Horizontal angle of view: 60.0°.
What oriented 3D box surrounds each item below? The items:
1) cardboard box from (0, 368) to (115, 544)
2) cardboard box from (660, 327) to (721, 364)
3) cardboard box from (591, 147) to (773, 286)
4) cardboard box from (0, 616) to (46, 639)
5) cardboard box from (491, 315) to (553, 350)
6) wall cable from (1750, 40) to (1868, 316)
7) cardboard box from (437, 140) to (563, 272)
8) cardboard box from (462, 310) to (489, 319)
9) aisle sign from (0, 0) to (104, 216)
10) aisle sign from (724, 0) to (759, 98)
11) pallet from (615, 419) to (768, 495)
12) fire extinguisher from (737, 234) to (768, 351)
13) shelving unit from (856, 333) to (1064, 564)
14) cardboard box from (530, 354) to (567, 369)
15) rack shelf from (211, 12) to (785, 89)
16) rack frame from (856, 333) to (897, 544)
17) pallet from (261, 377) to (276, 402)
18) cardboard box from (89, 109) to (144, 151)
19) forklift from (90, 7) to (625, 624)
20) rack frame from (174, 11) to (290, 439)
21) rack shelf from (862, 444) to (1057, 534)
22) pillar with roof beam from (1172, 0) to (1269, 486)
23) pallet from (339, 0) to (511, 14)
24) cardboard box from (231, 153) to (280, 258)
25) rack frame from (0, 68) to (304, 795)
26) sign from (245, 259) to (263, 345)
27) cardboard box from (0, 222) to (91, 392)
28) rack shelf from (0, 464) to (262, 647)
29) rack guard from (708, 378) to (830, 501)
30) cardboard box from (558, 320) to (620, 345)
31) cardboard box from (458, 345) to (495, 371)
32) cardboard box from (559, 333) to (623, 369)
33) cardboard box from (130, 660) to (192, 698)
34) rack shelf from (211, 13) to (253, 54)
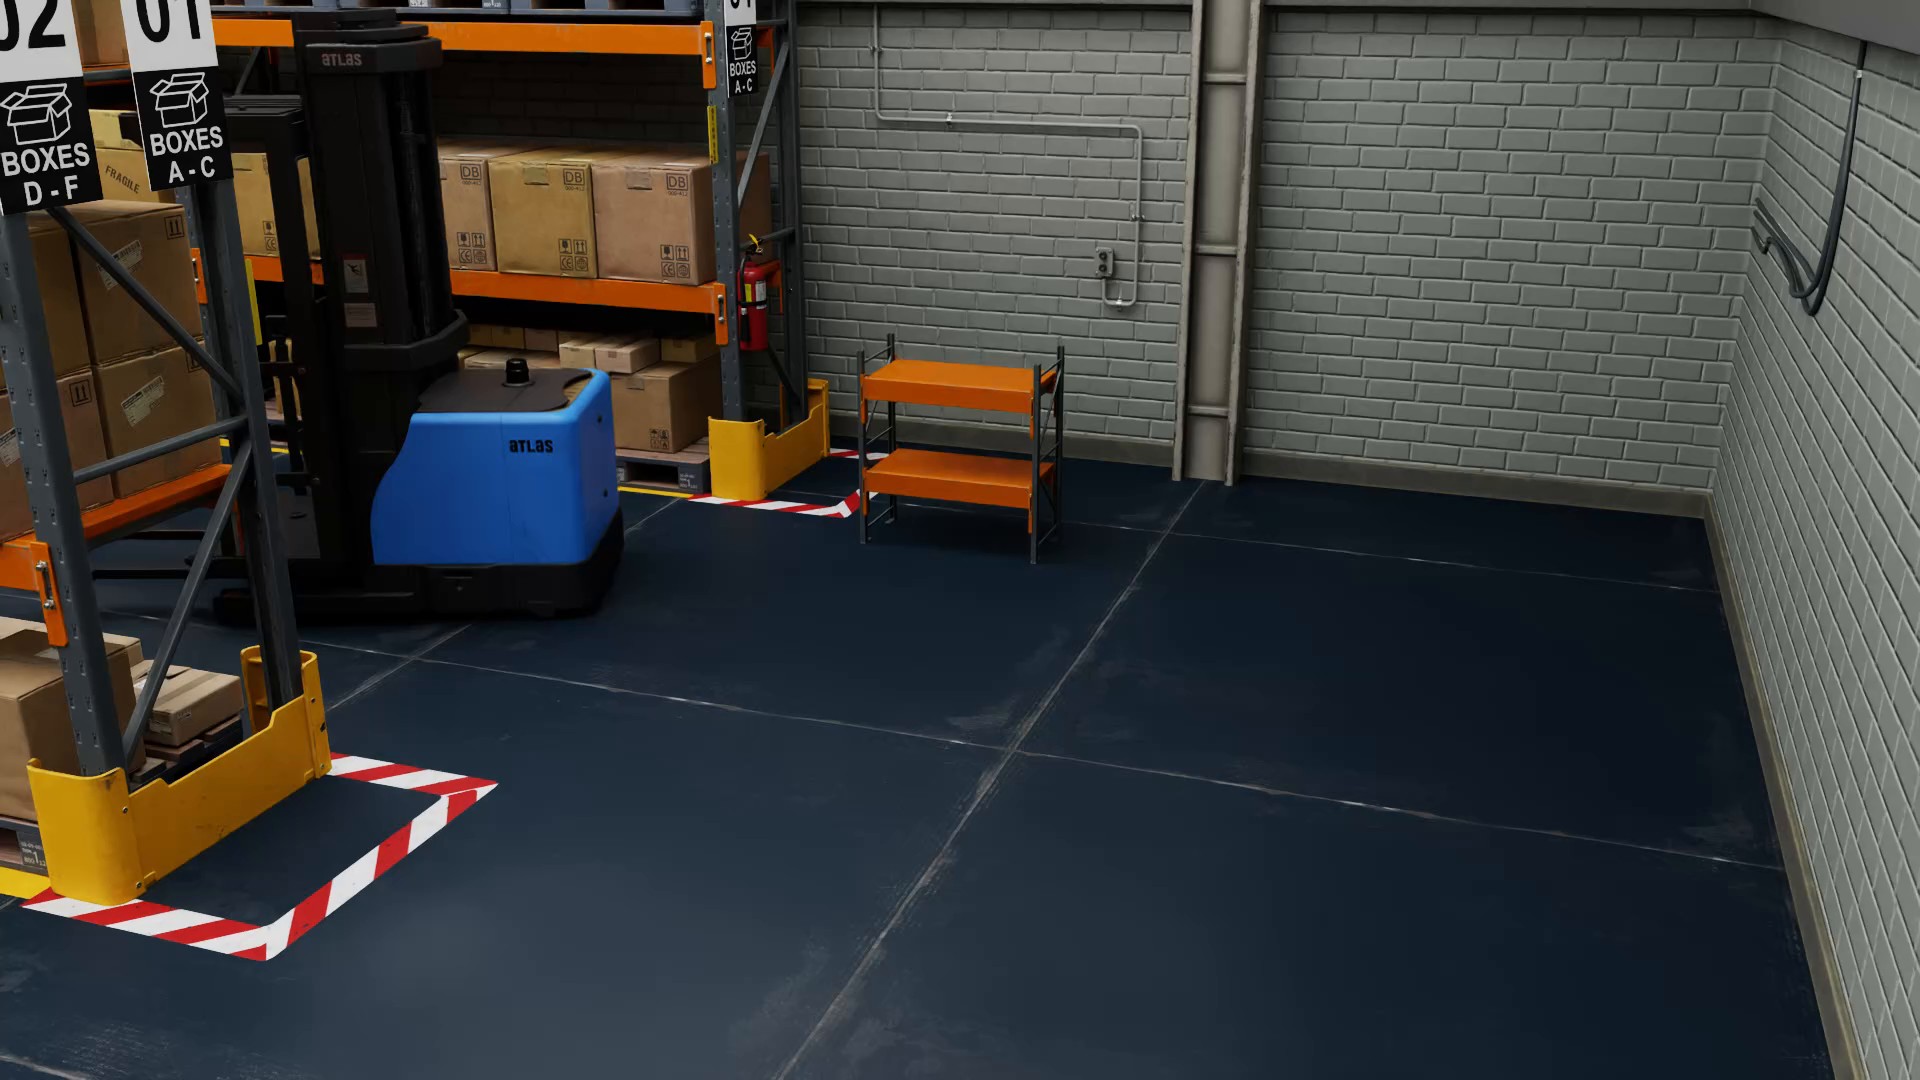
[{"bbox_3d":[-3.370,-0.321,5.788,0.500,0.500,0.500,7,20,20],"label":"cardboard box"},{"bbox_3d":[-1.746,-1.268,10.832,0.250,0.149,0.380,7,20,18],"label":"cardboard box"},{"bbox_3d":[-1.721,-2.044,10.428,0.700,0.700,0.980,7,21,21],"label":"cardboard box"},{"bbox_3d":[-4.223,0.526,7.020,0.500,0.250,0.500,7,20,18],"label":"cardboard box"},{"bbox_3d":[-2.944,-1.405,11.223,0.250,0.149,0.380,7,20,19],"label":"cardboard box"},{"bbox_3d":[3.990,-2.495,7.781,0.112,2.526,3.097,7,20,18],"label":"wall cable"},{"bbox_3d":[-3.129,-2.205,10.888,0.700,0.700,0.980,6,20,15],"label":"cardboard box"},{"bbox_3d":[-3.428,-1.460,11.381,0.250,0.149,0.380,7,20,19],"label":"cardboard box"},{"bbox_3d":[-2.894,-1.435,5.187,0.004,0.787,0.394,7,20,18],"label":"aisle sign"},{"bbox_3d":[-1.266,-2.977,9.611,0.004,0.787,0.394,7,20,18],"label":"aisle sign"},{"bbox_3d":[-2.017,-0.596,10.966,1.213,0.211,1.003,7,20,18],"label":"pallet"},{"bbox_3d":[-1.245,-1.478,9.944,0.183,0.674,0.296,7,20,18],"label":"fire extinguisher"},{"bbox_3d":[0.006,-0.530,9.389,1.048,1.125,0.538,7,20,18],"label":"shelving unit"},{"bbox_3d":[-2.403,-0.967,10.954,0.500,0.500,0.700,6,20,18],"label":"cardboard box"},{"bbox_3d":[-3.125,-3.144,10.573,4.000,0.370,1.077,7,20,18],"label":"rack shelf"},{"bbox_3d":[-0.474,-0.585,9.547,0.032,1.125,0.500,7,20,18],"label":"rack frame"},{"bbox_3d":[-5.768,-1.026,12.199,1.213,0.211,1.003,7,20,18],"label":"pallet"},{"bbox_3d":[-5.539,-2.805,11.293,0.500,0.250,0.500,7,20,19],"label":"cardboard box"},{"bbox_3d":[-3.377,-1.135,8.380,3.031,2.935,1.130,0,19,-1],"label":"forklift"},{"bbox_3d":[-5.014,-2.283,11.568,0.127,3.000,1.000,7,20,18],"label":"rack frame"},{"bbox_3d":[0.006,-0.300,9.469,1.000,0.278,0.538,7,20,18],"label":"rack shelf"},{"bbox_3d":[0.186,-3.322,5.436,0.400,9.000,9.100,7,20,18],"label":"pillar with roof beam"},{"bbox_3d":[-3.096,-3.433,10.446,1.213,0.211,1.003,7,20,18],"label":"pallet"},{"bbox_3d":[-4.507,-2.361,11.336,0.700,0.700,0.980,7,20,19],"label":"cardboard box"},{"bbox_3d":[-2.858,-0.310,5.909,0.127,3.000,1.000,7,20,18],"label":"rack frame"},{"bbox_3d":[-2.680,-0.888,6.250,0.005,0.325,0.100,7,20,18],"label":"sign"},{"bbox_3d":[-3.369,-0.792,5.620,0.500,0.500,0.500,6,20,18],"label":"cardboard box"},{"bbox_3d":[-4.747,-0.187,6.647,4.000,0.370,1.077,7,20,18],"label":"rack shelf"},{"bbox_3d":[-1.213,-0.668,10.733,0.348,0.500,1.175,7,20,18],"label":"rack guard"},{"bbox_3d":[-2.461,-1.350,11.066,0.250,0.149,0.380,7,20,19],"label":"cardboard box"},{"bbox_3d":[-3.384,-1.077,11.268,0.500,0.500,0.700,7,20,19],"label":"cardboard box"},{"bbox_3d":[-2.353,-1.204,10.648,0.250,0.149,0.380,7,20,20],"label":"cardboard box"},{"bbox_3d":[-3.377,0.641,6.817,0.250,0.166,0.380,7,20,18],"label":"cardboard box"},{"bbox_3d":[-6.904,-3.576,11.813,4.000,0.370,1.077,7,20,18],"label":"rack shelf"}]
